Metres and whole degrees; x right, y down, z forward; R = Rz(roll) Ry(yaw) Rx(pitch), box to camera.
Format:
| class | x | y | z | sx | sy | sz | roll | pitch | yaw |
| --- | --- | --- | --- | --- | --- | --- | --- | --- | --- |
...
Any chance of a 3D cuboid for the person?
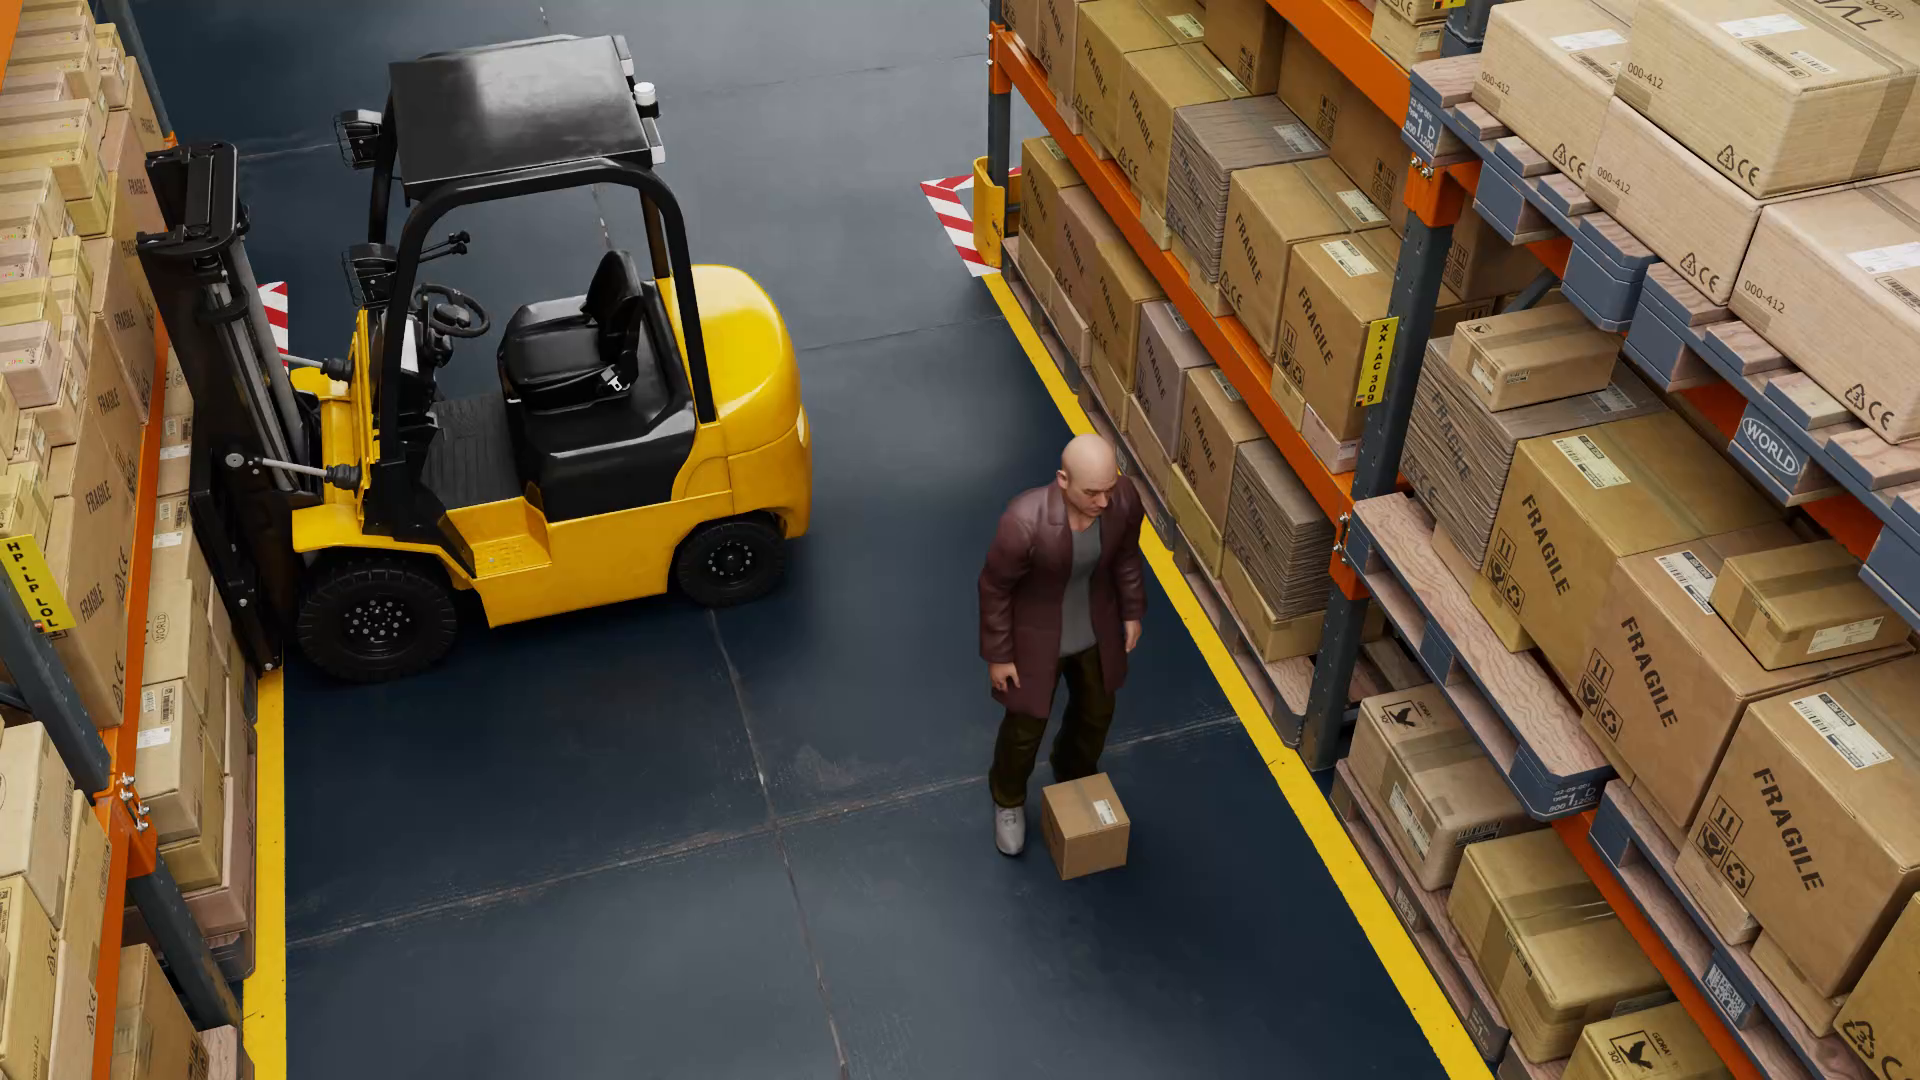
| class | x | y | z | sx | sy | sz | roll | pitch | yaw |
| --- | --- | --- | --- | --- | --- | --- | --- | --- | --- |
| person | 0.366 | 0.332 | 5.799 | 0.647 | 1.772 | 0.433 | -17 | 44 | -18 |
